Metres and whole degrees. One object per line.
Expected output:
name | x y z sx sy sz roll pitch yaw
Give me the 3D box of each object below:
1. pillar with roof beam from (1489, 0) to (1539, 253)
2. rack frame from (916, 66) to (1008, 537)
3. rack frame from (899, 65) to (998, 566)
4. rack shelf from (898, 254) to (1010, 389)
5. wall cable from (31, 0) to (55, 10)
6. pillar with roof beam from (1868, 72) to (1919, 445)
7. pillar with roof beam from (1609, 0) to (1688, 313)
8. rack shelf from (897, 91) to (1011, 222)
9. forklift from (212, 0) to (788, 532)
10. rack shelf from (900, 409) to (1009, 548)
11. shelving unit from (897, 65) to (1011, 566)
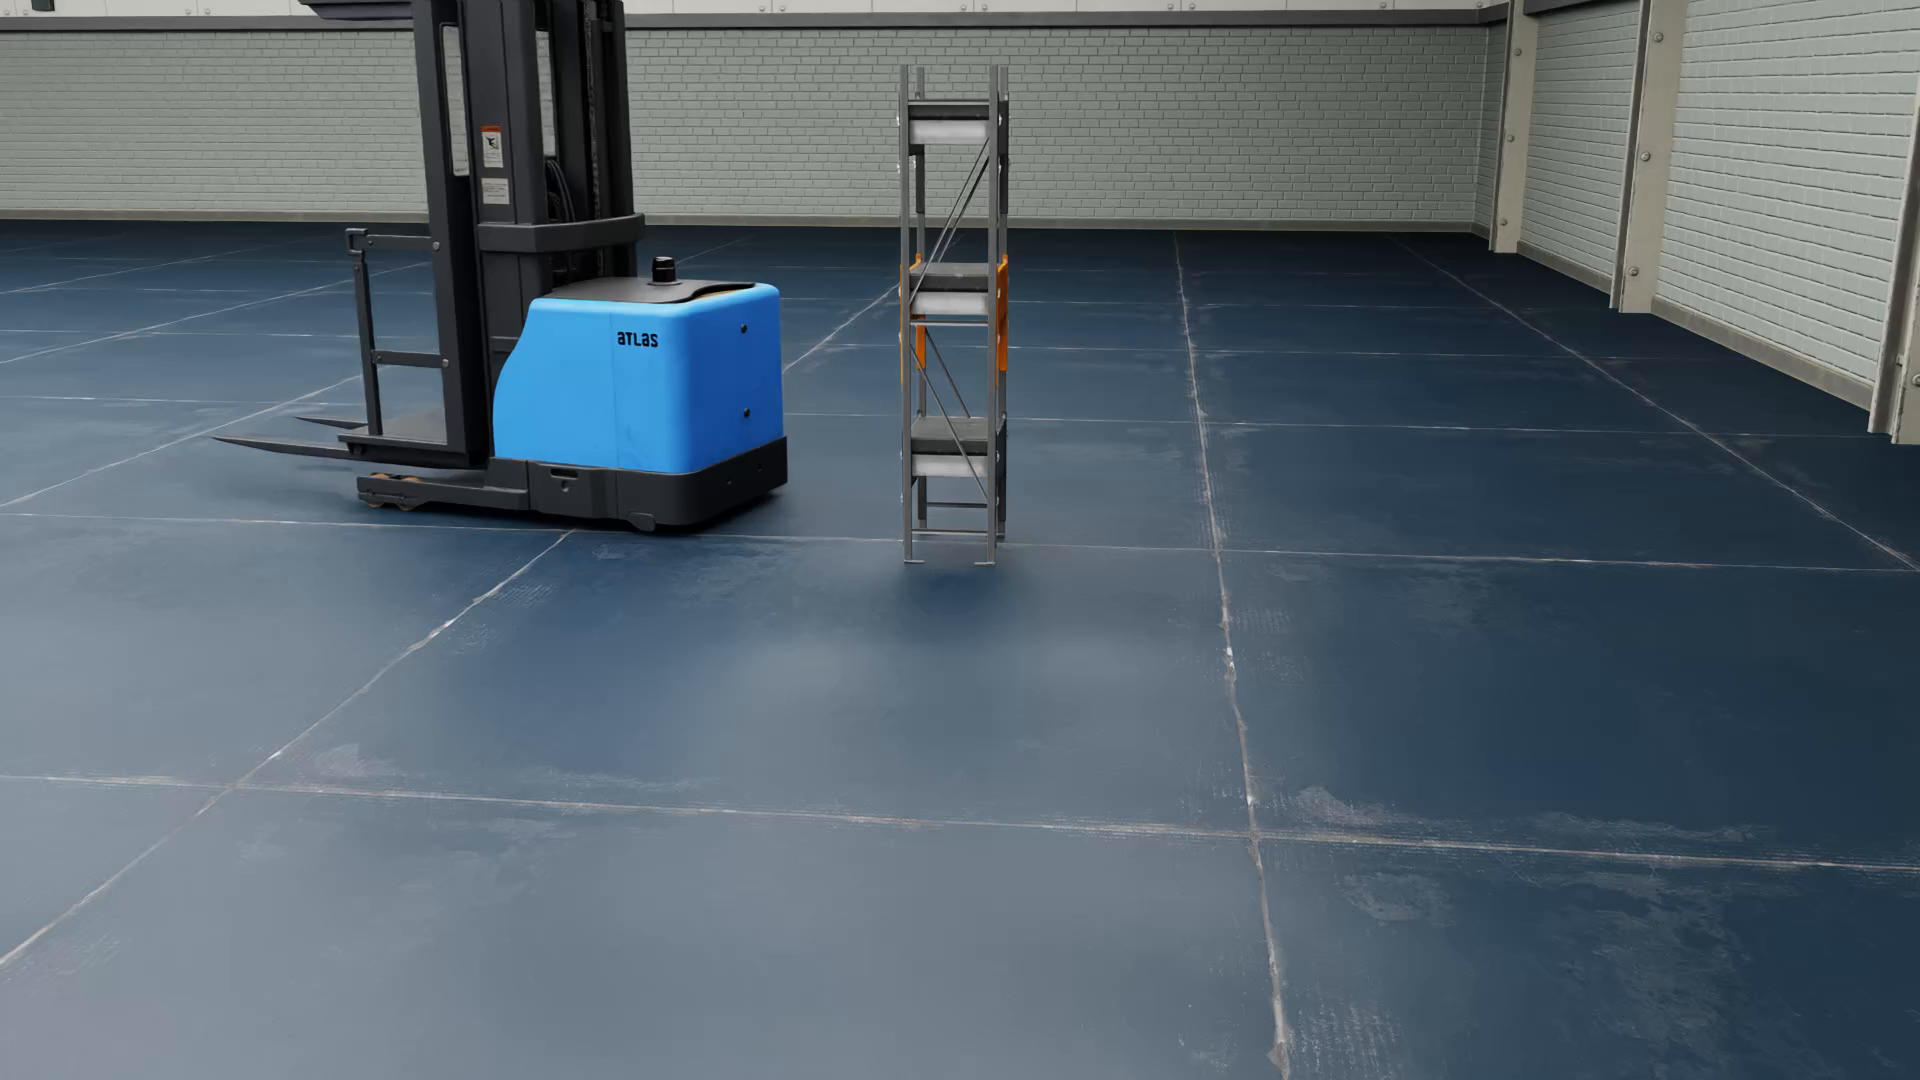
pillar with roof beam | 2.729 -8.192 20.720 9.100 9.000 0.400 2 15 6
rack frame | 0.009 -1.034 7.463 0.400 2.100 0.015 2 15 6
rack frame | -0.046 -0.907 6.995 0.400 2.100 0.015 2 15 6
rack shelf | -0.019 -0.958 7.233 0.431 0.518 0.480 2 15 6
wall cable | -13.215 -11.077 24.871 2.305 6.003 0.169 2 15 6
pillar with roof beam | 1.375 -5.080 9.210 9.100 9.000 0.400 2 15 6
pillar with roof beam | 2.052 -6.636 14.965 9.100 9.000 0.400 2 15 6
rack shelf | -0.019 -1.633 7.050 0.431 0.518 0.480 2 15 6
forklift | -2.447 -1.678 8.254 3.031 2.935 1.130 6 16 21
rack shelf | -0.019 -0.282 7.415 0.431 0.518 0.480 2 15 6
shelving unit | -0.019 -0.971 7.229 0.431 2.100 0.503 2 15 6
